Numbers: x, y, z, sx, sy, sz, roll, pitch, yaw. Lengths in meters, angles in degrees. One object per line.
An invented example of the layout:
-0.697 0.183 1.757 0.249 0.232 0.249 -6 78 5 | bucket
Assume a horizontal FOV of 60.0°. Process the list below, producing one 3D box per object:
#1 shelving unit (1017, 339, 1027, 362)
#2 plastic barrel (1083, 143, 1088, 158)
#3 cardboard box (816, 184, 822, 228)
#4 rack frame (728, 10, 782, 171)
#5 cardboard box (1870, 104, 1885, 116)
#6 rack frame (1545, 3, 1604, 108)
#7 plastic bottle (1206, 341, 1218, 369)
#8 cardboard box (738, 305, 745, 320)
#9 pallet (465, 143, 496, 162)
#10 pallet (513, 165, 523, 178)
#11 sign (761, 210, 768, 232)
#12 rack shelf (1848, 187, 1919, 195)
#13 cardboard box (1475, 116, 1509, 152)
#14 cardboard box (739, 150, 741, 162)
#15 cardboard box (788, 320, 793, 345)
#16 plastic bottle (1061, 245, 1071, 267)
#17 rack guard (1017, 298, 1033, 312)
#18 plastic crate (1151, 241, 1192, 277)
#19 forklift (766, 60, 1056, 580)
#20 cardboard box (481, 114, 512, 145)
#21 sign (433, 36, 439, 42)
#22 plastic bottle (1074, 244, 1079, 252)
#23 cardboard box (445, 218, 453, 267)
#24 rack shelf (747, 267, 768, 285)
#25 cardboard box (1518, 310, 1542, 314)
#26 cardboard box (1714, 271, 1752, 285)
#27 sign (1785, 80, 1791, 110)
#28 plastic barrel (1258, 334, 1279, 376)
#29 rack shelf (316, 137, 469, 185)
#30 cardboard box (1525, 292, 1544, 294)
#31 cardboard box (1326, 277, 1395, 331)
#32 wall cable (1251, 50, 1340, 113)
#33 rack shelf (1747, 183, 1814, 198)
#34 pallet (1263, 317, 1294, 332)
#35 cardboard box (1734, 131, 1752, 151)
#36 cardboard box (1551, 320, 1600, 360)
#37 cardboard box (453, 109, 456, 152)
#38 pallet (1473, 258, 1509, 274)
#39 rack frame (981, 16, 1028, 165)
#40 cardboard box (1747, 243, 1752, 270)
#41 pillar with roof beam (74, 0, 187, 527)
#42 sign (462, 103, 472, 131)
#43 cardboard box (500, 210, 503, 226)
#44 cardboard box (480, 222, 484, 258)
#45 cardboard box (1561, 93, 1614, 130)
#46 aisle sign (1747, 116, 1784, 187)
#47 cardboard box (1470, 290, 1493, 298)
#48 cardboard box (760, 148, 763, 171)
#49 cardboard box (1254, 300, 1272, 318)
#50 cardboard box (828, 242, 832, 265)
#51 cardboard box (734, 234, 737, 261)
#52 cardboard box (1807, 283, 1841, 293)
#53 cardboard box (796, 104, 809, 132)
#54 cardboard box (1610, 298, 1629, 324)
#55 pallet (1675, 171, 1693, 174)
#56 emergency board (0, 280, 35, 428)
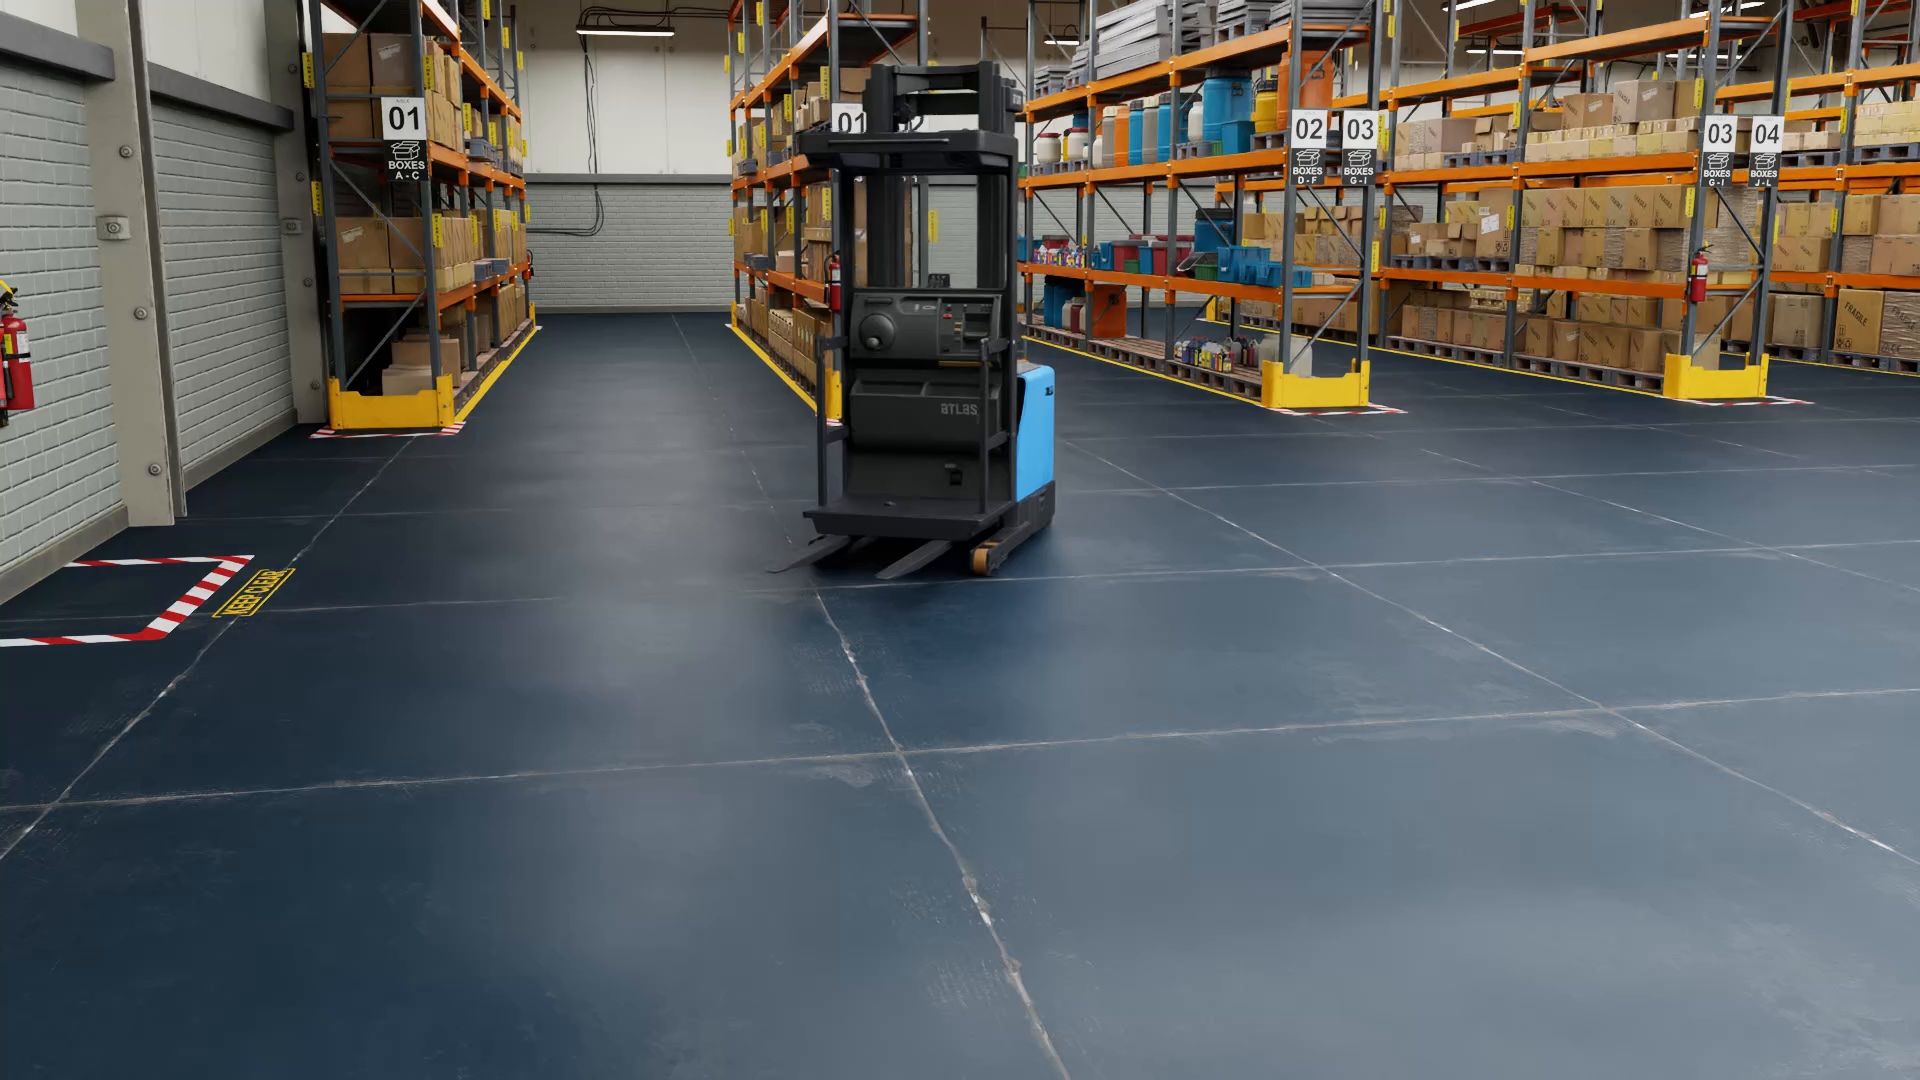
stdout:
0.286 -0.784 11.591 0.258 1.200 0.503 3 11 15 | shelving unit
2.121 -6.239 26.679 0.301 0.262 0.301 0 11 0 | plastic barrel
-1.319 -3.944 19.657 0.700 0.500 0.500 -2 11 -11 | cardboard box
-3.942 -8.671 32.185 1.000 3.000 0.127 -2 11 -11 | rack frame
12.783 -5.916 22.881 0.380 0.149 0.250 -2 11 -11 | cardboard box
11.439 -8.459 31.070 1.000 3.000 0.127 -2 11 -11 | rack frame
3.157 -2.307 20.704 0.144 0.351 0.185 -2 11 -9 | plastic bottle
-3.920 -4.296 31.420 0.500 0.250 0.500 -2 11 -11 | cardboard box
-6.687 -5.031 21.584 1.213 0.211 1.003 -2 11 -11 | pallet
-8.646 -6.837 30.811 1.003 0.211 1.213 -2 11 -11 | pallet
-2.917 -4.765 24.824 0.100 0.325 0.005 -2 11 -11 | sign
20.754 -7.378 35.340 1.077 0.370 4.000 -2 11 -11 | rack shelf
7.931 -5.876 24.122 0.797 0.503 0.637 -2 11 -9 | cardboard box
-3.714 -6.898 29.960 0.500 0.250 0.500 -2 11 -11 | cardboard box
-1.968 -2.718 21.684 0.500 0.311 0.500 -2 11 -11 | cardboard box
1.764 -4.711 27.556 0.144 0.351 0.185 -2 11 -11 | plastic bottle
0.900 -4.679 33.943 1.175 0.500 0.348 -2 11 -11 | rack guard
2.857 -3.811 22.528 0.402 0.464 0.583 -2 11 -11 | plastic crate
-0.264 -1.312 9.751 1.130 2.935 3.031 3 11 16 | forklift
-7.886 -6.974 28.297 0.500 0.500 0.500 -2 11 -12 | cardboard box
-8.572 -8.277 27.196 0.100 0.325 0.005 -2 11 -11 | sign
2.054 -4.983 28.988 0.144 0.351 0.185 -2 11 -11 | plastic bottle
-5.573 -3.102 17.316 0.500 0.500 0.500 -2 11 -11 | cardboard box
-2.775 -4.270 27.032 1.077 0.370 4.000 -2 11 -11 | rack shelf
11.028 -4.377 32.171 0.380 0.149 0.250 -2 11 -10 | cardboard box
9.066 -3.086 19.561 0.380 0.149 0.250 -2 11 -11 | cardboard box
9.420 -5.071 18.959 0.100 0.325 0.005 -2 11 -11 | sign
3.729 -2.163 19.567 0.421 0.512 0.421 0 11 0 | plastic barrel
-6.078 -4.095 18.092 1.077 0.370 4.000 -2 11 -11 | rack shelf
11.409 -4.825 32.932 0.380 0.149 0.250 -2 11 -12 | cardboard box
7.052 -4.070 28.615 1.225 0.875 0.875 -2 11 -11 | cardboard box
8.057 -11.773 39.881 2.277 5.999 0.120 -2 11 -11 | wall cable
15.885 -7.197 34.388 1.077 0.370 4.000 -2 11 -11 | rack shelf
6.483 -4.122 31.789 1.003 0.211 1.213 -2 11 -11 | pallet
9.047 -4.646 19.465 0.500 0.250 0.500 -2 11 -9 | cardboard box
8.267 -2.681 22.323 0.500 0.500 0.500 1 11 7 | cardboard box
-6.040 -4.698 19.012 0.500 0.500 0.500 -3 11 -16 | cardboard box
8.104 -3.934 23.854 1.003 0.211 1.213 -2 11 -11 | pallet
0.917 -8.850 33.128 1.000 3.000 0.127 -2 11 -11 | rack frame
12.333 -4.458 25.827 0.500 0.500 0.500 -2 11 -12 | cardboard box
-1.283 -4.709 11.368 9.100 9.000 0.400 -2 11 -11 | pillar with roof beam
-5.936 -5.091 20.015 0.100 0.325 0.005 -2 11 -11 | sign
-7.286 -4.932 25.464 0.500 0.250 0.500 -2 11 -11 | cardboard box
-7.143 -4.255 23.586 0.700 0.500 0.500 -3 11 -18 | cardboard box
8.447 -5.724 22.323 0.500 0.500 0.500 -2 11 -13 | cardboard box
9.194 -4.425 18.972 0.394 0.787 0.004 -2 11 -11 | aisle sign
10.698 -5.044 34.085 0.380 0.149 0.250 -2 11 -9 | cardboard box
-2.603 -5.951 25.653 0.910 0.500 0.500 -2 11 -11 | cardboard box
6.329 -4.801 32.459 0.875 0.875 0.875 -2 11 -11 | cardboard box
-1.106 -3.112 18.756 0.700 0.500 0.500 -2 11 -11 | cardboard box
-4.114 -5.682 32.259 0.500 0.500 0.500 -2 11 -10 | cardboard box
16.657 -4.596 31.383 0.875 0.875 0.875 -2 11 -9 | cardboard box
-1.664 -5.027 19.802 0.500 0.311 0.500 -3 11 -14 | cardboard box
11.735 -3.963 29.056 0.500 0.500 0.500 -2 11 -9 | cardboard box
12.394 -6.042 26.904 1.213 0.211 1.003 -2 11 -8 | pallet
-5.063 -1.150 8.718 0.194 1.169 0.643 -2 11 -11 | emergency board
